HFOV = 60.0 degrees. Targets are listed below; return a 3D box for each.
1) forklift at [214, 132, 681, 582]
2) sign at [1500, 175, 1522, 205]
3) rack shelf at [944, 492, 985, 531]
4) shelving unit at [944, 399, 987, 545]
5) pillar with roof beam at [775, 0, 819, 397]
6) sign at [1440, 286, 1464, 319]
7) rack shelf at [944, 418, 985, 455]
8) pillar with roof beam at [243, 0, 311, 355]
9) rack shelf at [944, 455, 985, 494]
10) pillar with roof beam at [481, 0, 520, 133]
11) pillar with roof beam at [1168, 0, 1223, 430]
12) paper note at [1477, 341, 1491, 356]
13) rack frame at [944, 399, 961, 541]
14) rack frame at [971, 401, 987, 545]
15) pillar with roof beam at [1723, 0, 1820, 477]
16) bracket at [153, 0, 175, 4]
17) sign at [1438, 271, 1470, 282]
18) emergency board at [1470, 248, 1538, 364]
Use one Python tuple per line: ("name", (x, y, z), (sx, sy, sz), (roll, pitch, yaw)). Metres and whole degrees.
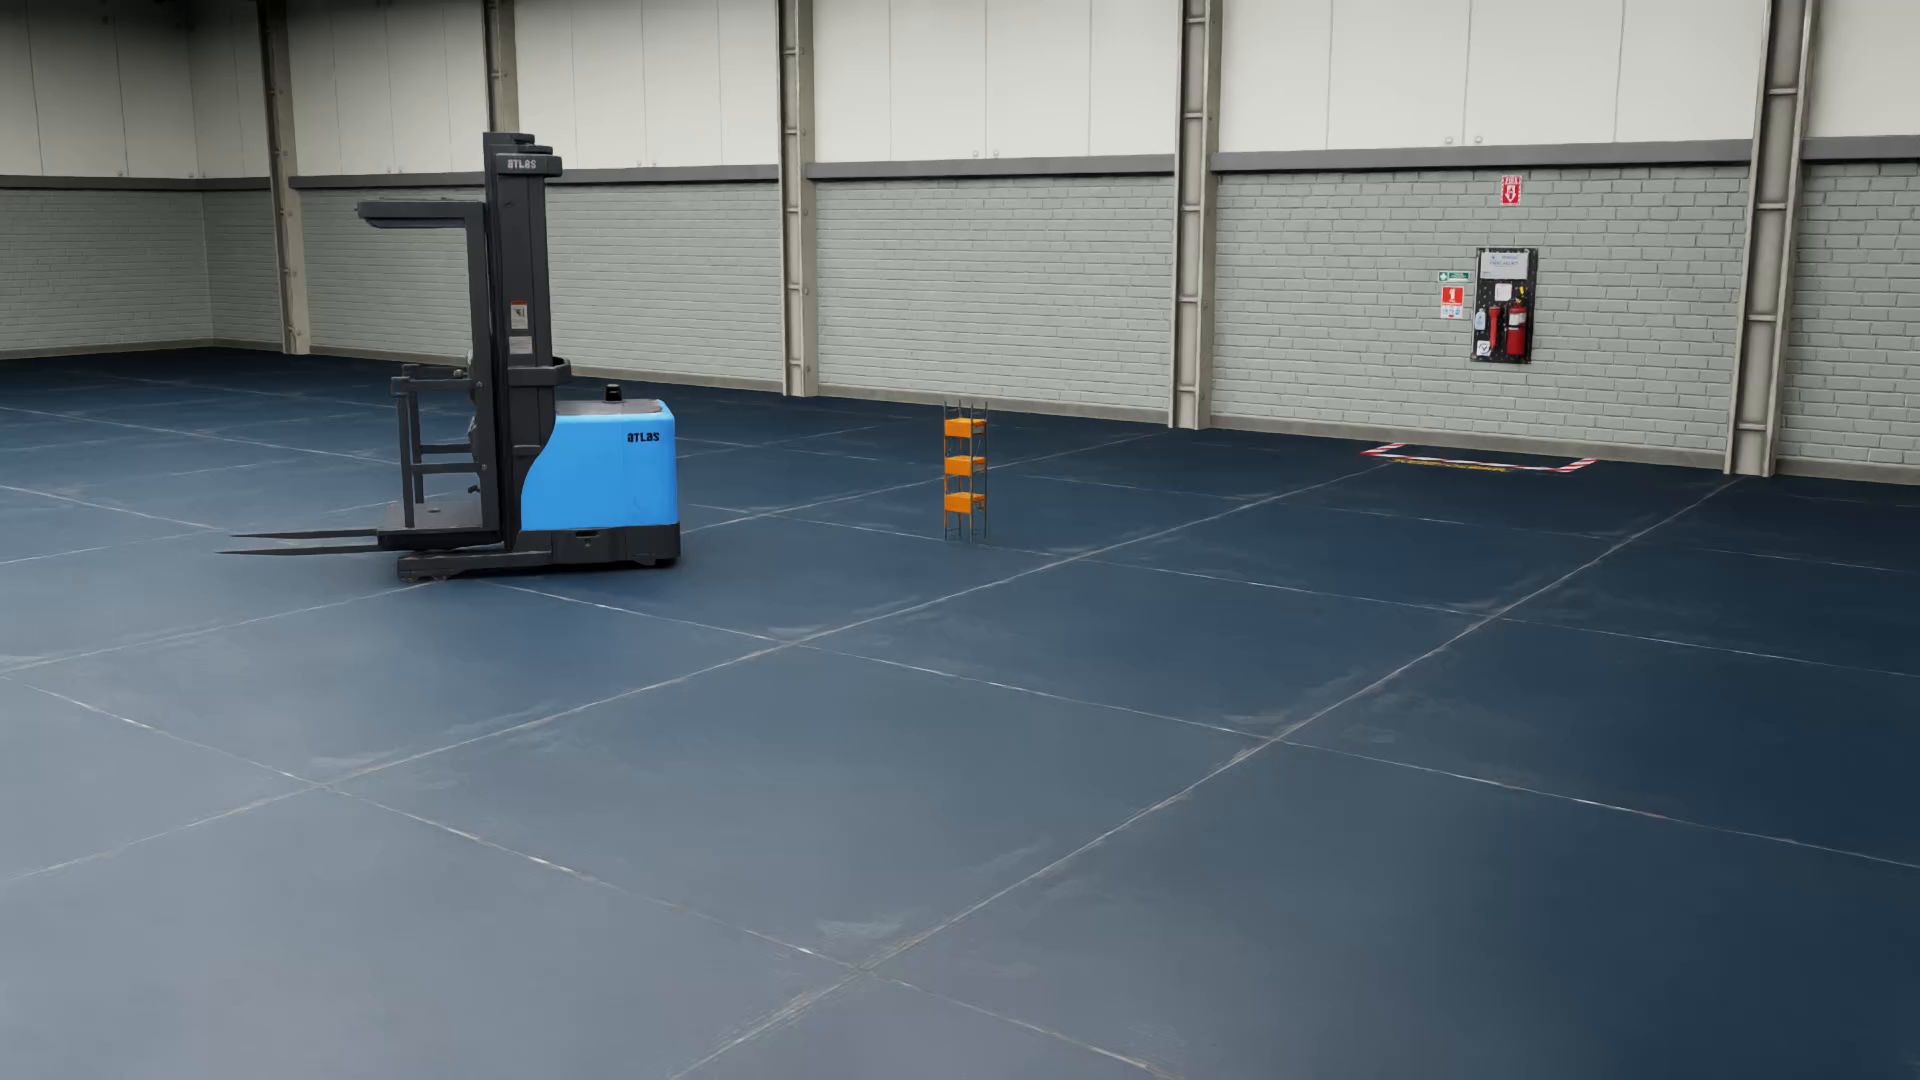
("forklift", (-3.521, -1.271, 11.384), (3.031, 2.935, 1.130), (-3, 11, -14))
("sign", (5.579, -3.542, 16.837), (0.199, 0.298, 0.001), (8, 13, 36))
("rack shelf", (0.043, -0.226, 12.454), (0.240, 0.259, 0.215), (8, 13, 36))
("shelving unit", (0.043, -0.509, 12.399), (0.252, 1.050, 0.215), (8, 13, 36))
("pillar with roof beam", (-4.725, -5.739, 18.504), (0.400, 9.000, 9.100), (8, 13, 36))
("sign", (5.142, -2.483, 17.373), (0.234, 0.329, 0.001), (8, 13, 36))
("rack shelf", (0.043, -0.778, 12.347), (0.240, 0.259, 0.215), (8, 13, 36))
("pillar with roof beam", (-14.397, -7.088, 25.478), (0.548, 9.000, 9.100), (8, 13, 36))
("rack shelf", (0.043, -0.499, 12.401), (0.240, 0.259, 0.215), (8, 13, 36))
("pillar with roof beam", (-9.561, -6.414, 21.991), (0.400, 9.000, 9.100), (8, 13, 36))
("pillar with roof beam", (0.111, -5.065, 15.017), (0.400, 9.000, 9.100), (8, 13, 36))
("paper note", (5.425, -1.985, 17.214), (0.142, 0.148, 0.016), (8, 13, 36))
("rack frame", (-0.055, -0.523, 12.470), (0.008, 1.050, 0.200), (8, 13, 36))
("rack frame", (0.141, -0.496, 12.328), (0.008, 1.050, 0.200), (8, 13, 36))
("pillar with roof beam", (4.947, -4.390, 11.530), (0.400, 9.000, 9.100), (8, 13, 36))
("bracket", (-14.303, -9.773, 29.880), (0.430, 0.232, 0.235), (8, 13, 36))
("sign", (5.140, -2.741, 17.313), (0.331, 0.109, 0.001), (8, 13, 36))
("emergency board", (5.526, -2.387, 16.973), (0.643, 1.169, 0.194), (8, 13, 36))
